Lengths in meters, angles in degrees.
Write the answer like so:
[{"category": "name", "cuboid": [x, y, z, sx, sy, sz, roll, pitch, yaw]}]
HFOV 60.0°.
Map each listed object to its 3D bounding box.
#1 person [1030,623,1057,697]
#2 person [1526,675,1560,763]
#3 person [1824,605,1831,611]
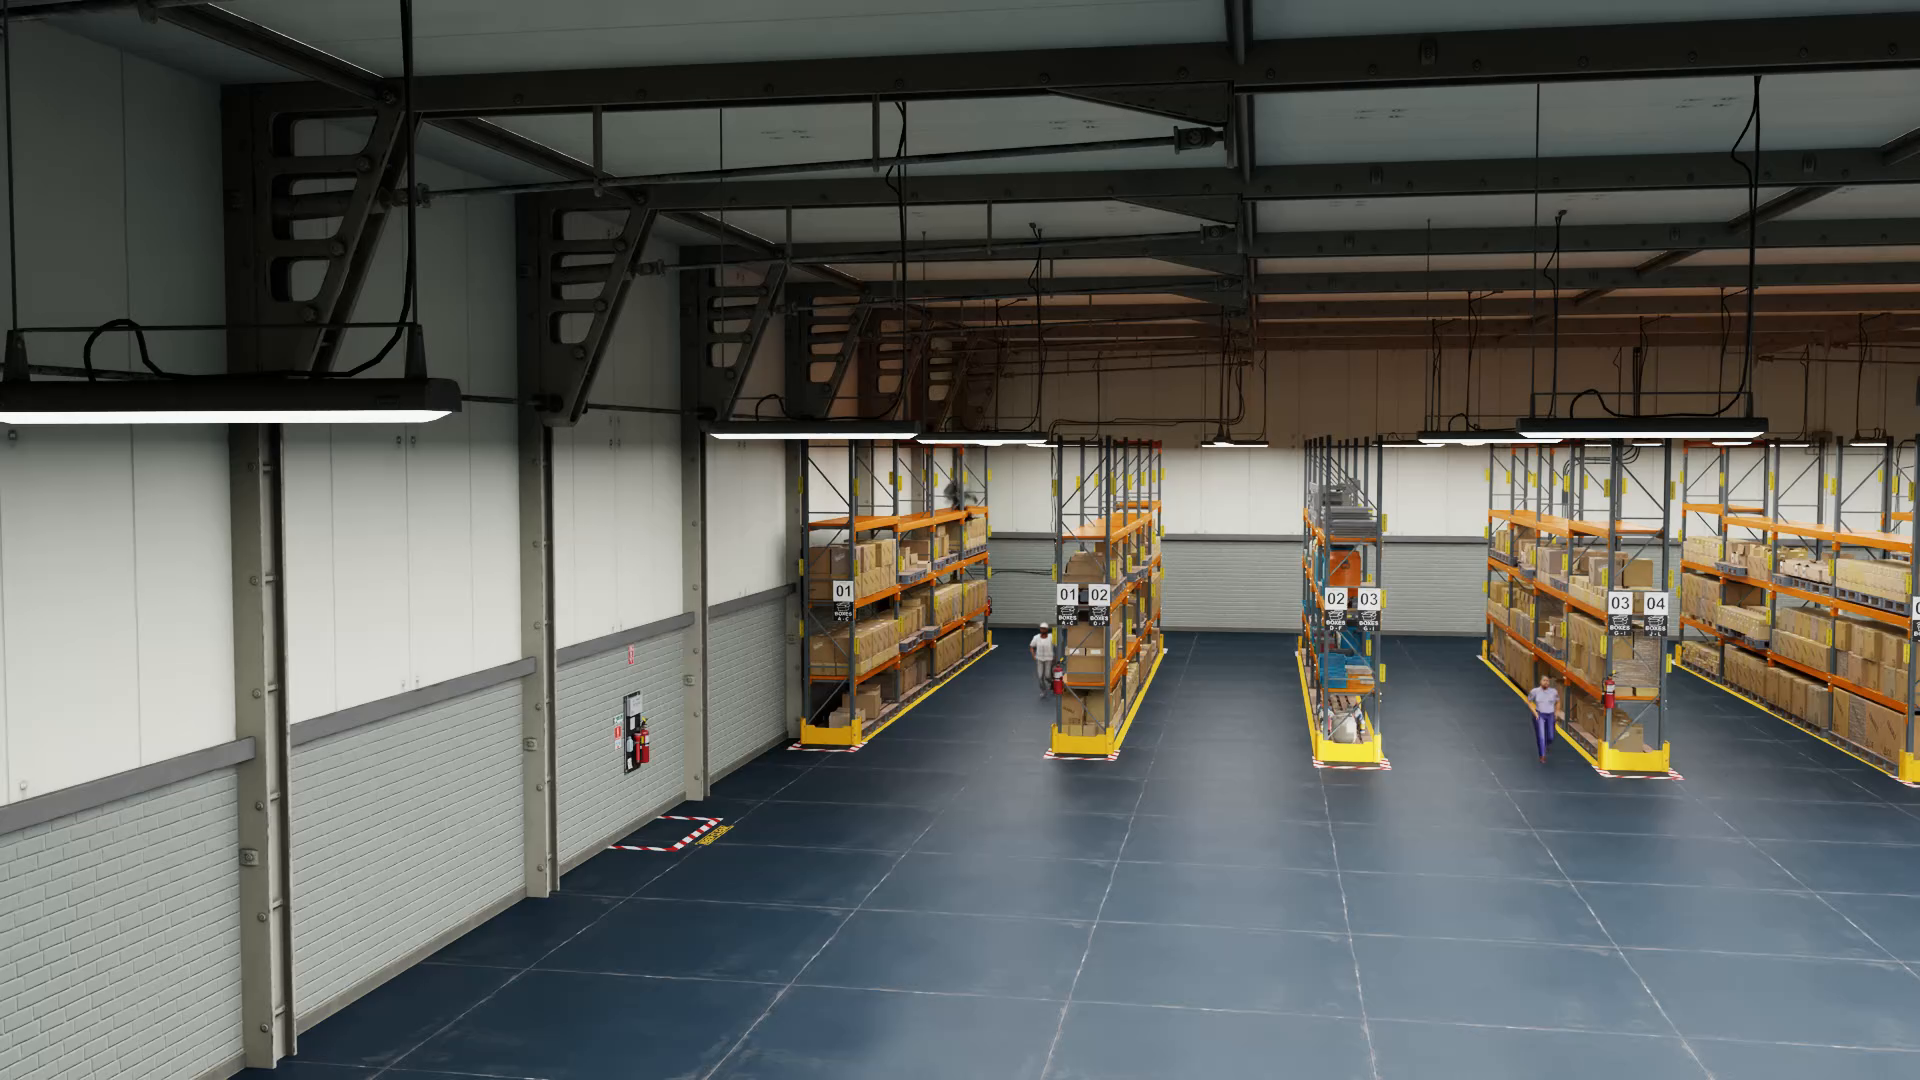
[{"category": "person", "cuboid": [1.975, 2.775, 38.628, 0.736, 1.722, 0.605, 1, 3, 12]}, {"category": "person", "cuboid": [10.758, 3.287, 30.671, 0.606, 1.605, 0.582, 1, 3, 9]}, {"category": "person", "cuboid": [23.622, 2.427, 45.151, 0.842, 1.712, 0.576, 1, 3, 10]}]
